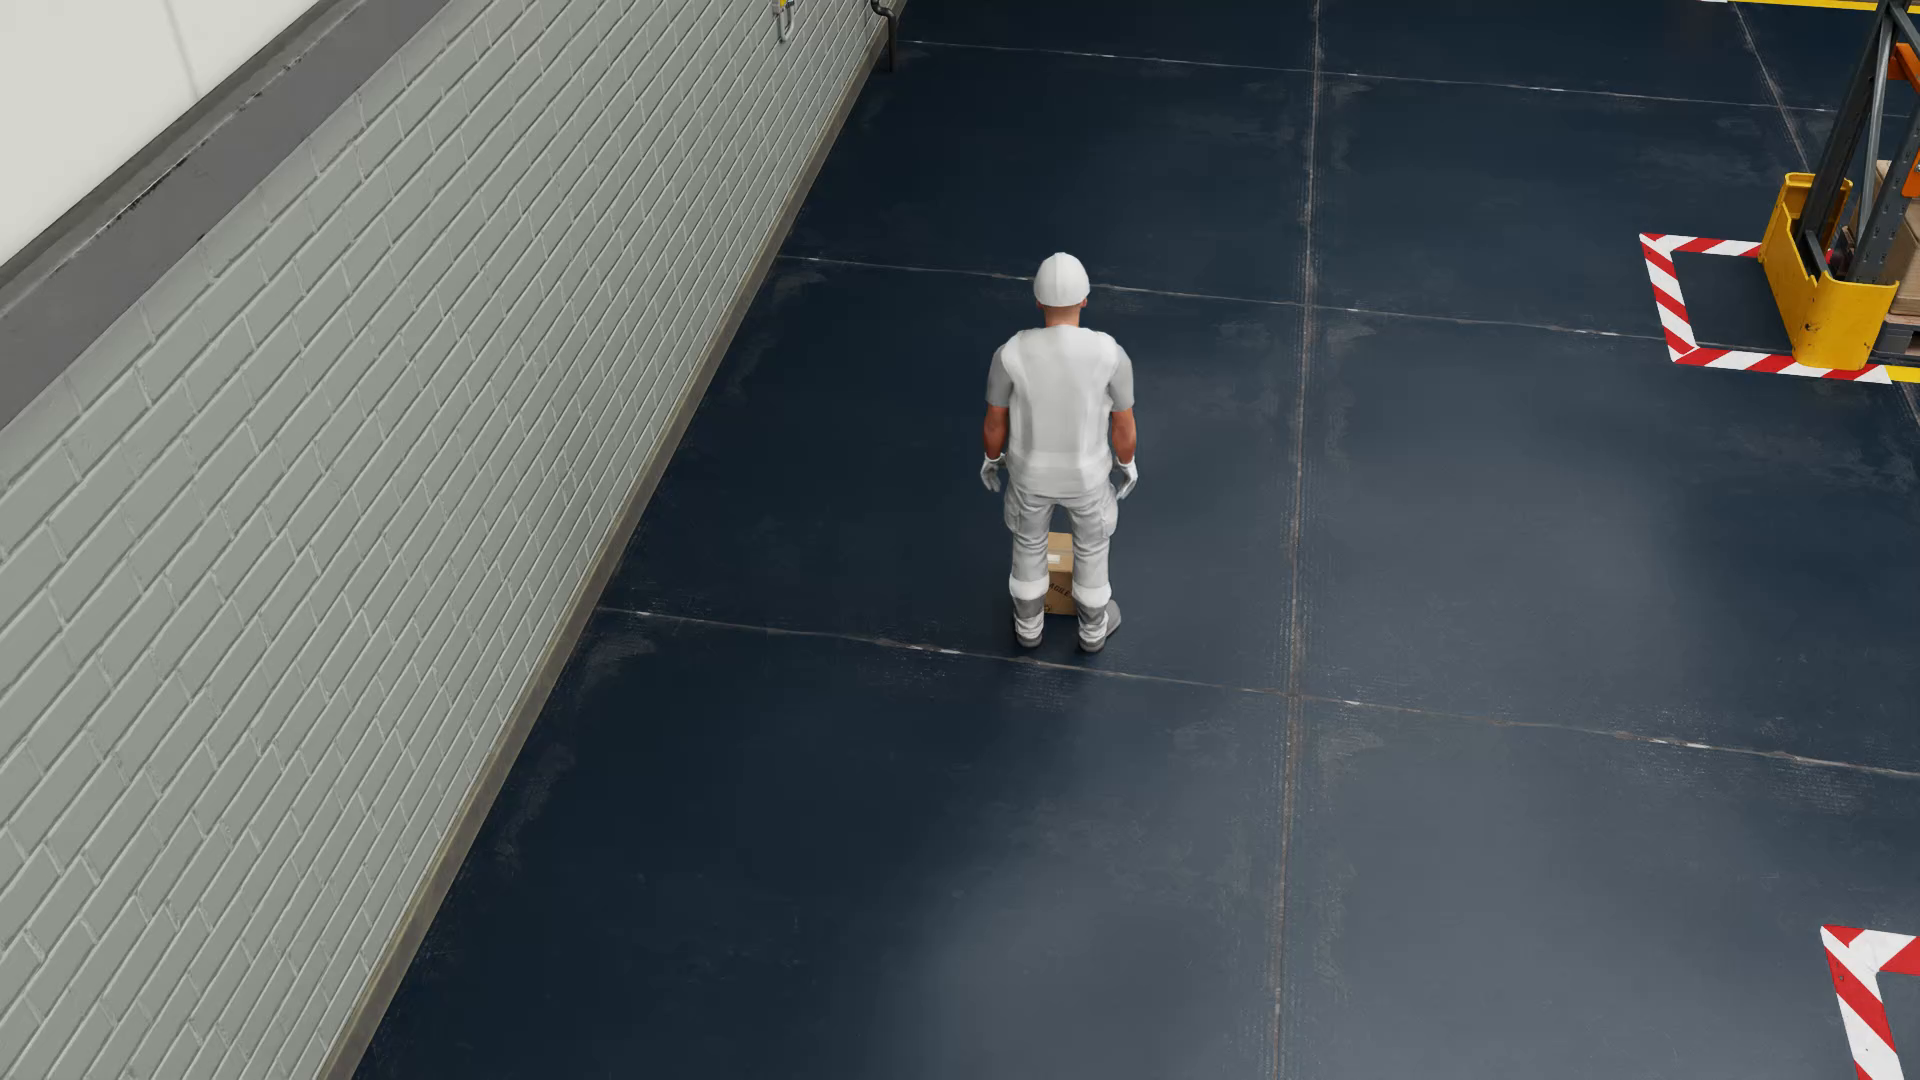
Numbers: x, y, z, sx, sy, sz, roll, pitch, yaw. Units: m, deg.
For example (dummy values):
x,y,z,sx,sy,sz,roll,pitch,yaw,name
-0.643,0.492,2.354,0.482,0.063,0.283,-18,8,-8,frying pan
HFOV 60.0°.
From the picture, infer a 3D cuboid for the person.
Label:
x,y,z,sx,sy,sz,roll,pitch,yaw,name
0.387,-0.295,6.495,0.616,1.778,0.453,4,40,5,person
